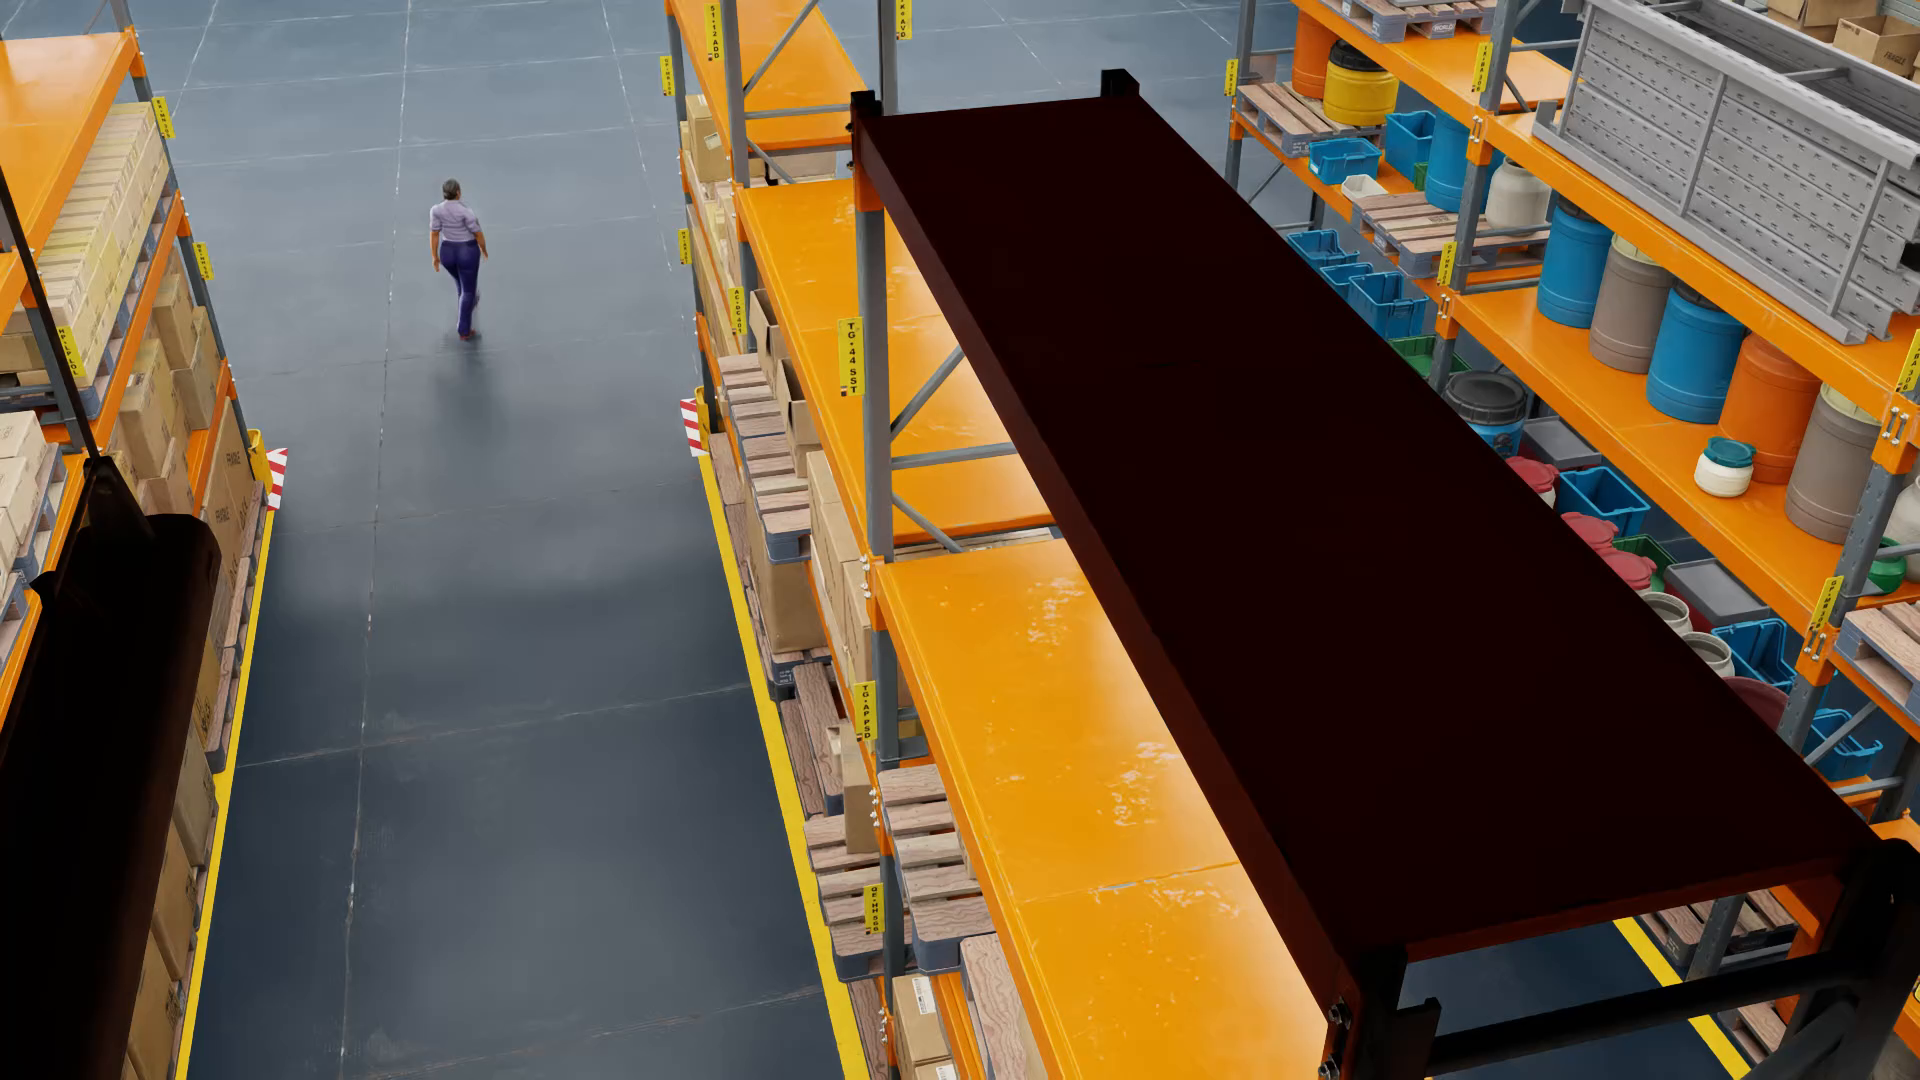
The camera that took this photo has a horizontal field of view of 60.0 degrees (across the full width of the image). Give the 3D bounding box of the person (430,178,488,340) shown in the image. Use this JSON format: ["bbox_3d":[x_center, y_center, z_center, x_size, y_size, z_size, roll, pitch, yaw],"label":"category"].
[{"bbox_3d":[-5.057,-2.939,16.938,0.557,1.587,0.928,8,35,11],"label":"person"}]
